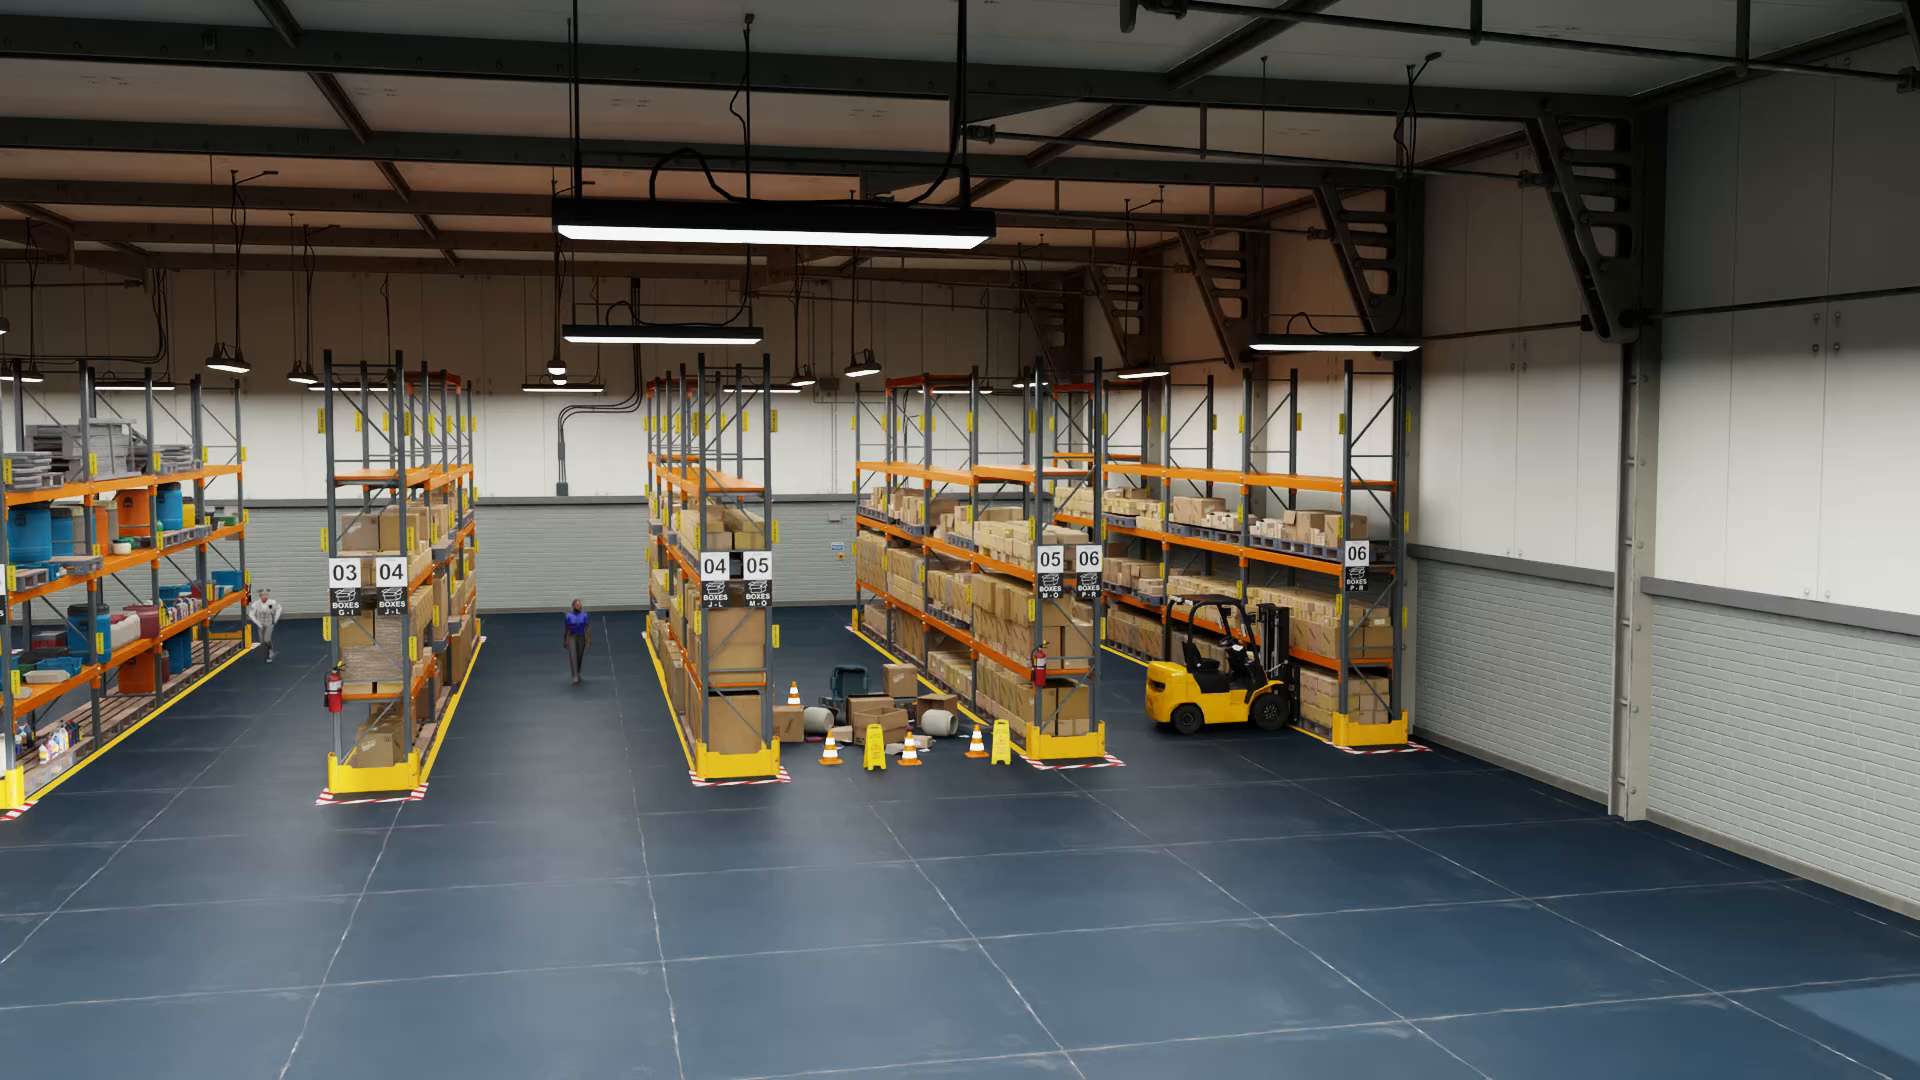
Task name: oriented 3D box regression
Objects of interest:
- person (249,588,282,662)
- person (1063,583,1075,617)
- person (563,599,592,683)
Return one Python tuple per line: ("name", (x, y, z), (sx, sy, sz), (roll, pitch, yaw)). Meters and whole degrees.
("person", (-14.565, 1.782, 34.892), (0.558, 1.598, 0.699), (0, 4, -4))
("person", (2.243, 1.867, 34.867), (0.465, 1.422, 0.497), (4, 5, 43))
("person", (-7.441, 1.997, 32.343), (0.506, 1.480, 1.052), (-2, 4, -22))
